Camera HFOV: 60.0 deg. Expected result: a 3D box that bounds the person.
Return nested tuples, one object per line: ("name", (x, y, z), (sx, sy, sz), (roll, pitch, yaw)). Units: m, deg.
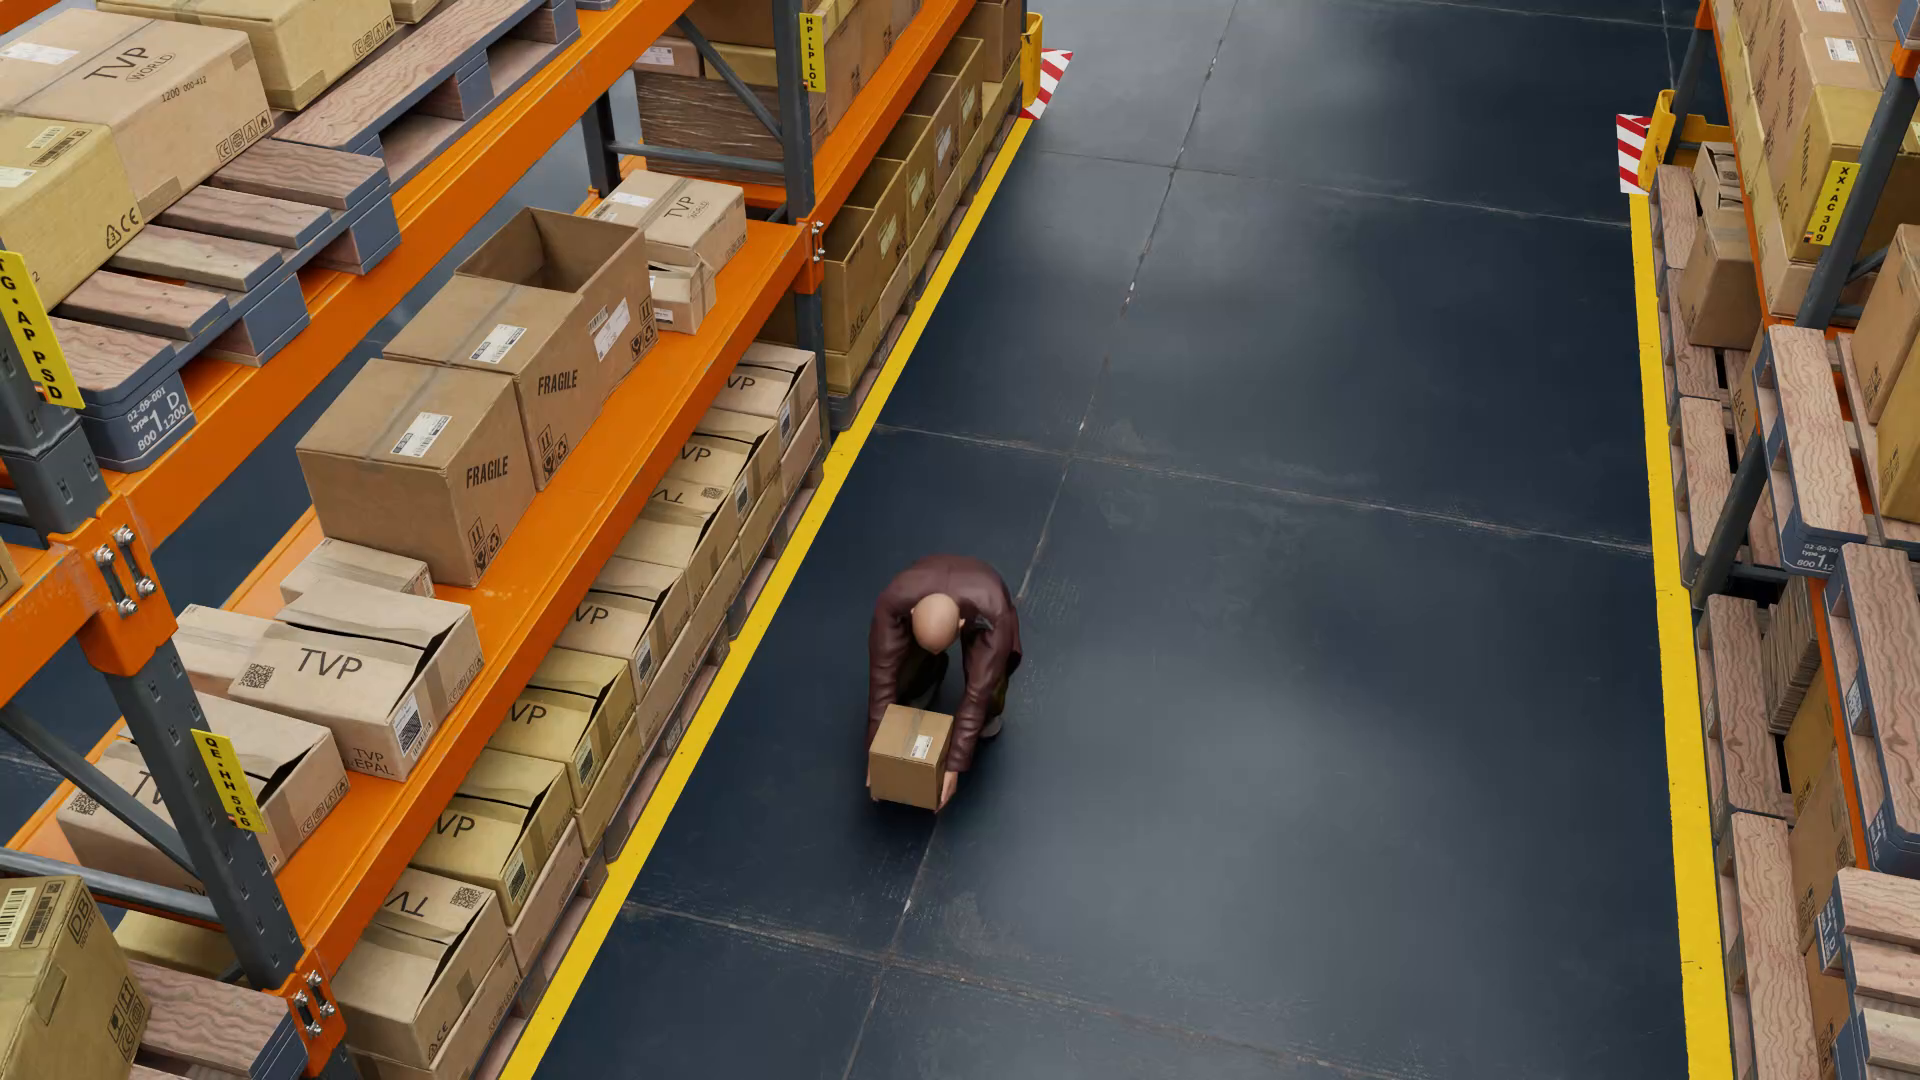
("person", (-0.072, 0.439, 6.307), (0.581, 0.938, 1.014), (10, 41, 11))
